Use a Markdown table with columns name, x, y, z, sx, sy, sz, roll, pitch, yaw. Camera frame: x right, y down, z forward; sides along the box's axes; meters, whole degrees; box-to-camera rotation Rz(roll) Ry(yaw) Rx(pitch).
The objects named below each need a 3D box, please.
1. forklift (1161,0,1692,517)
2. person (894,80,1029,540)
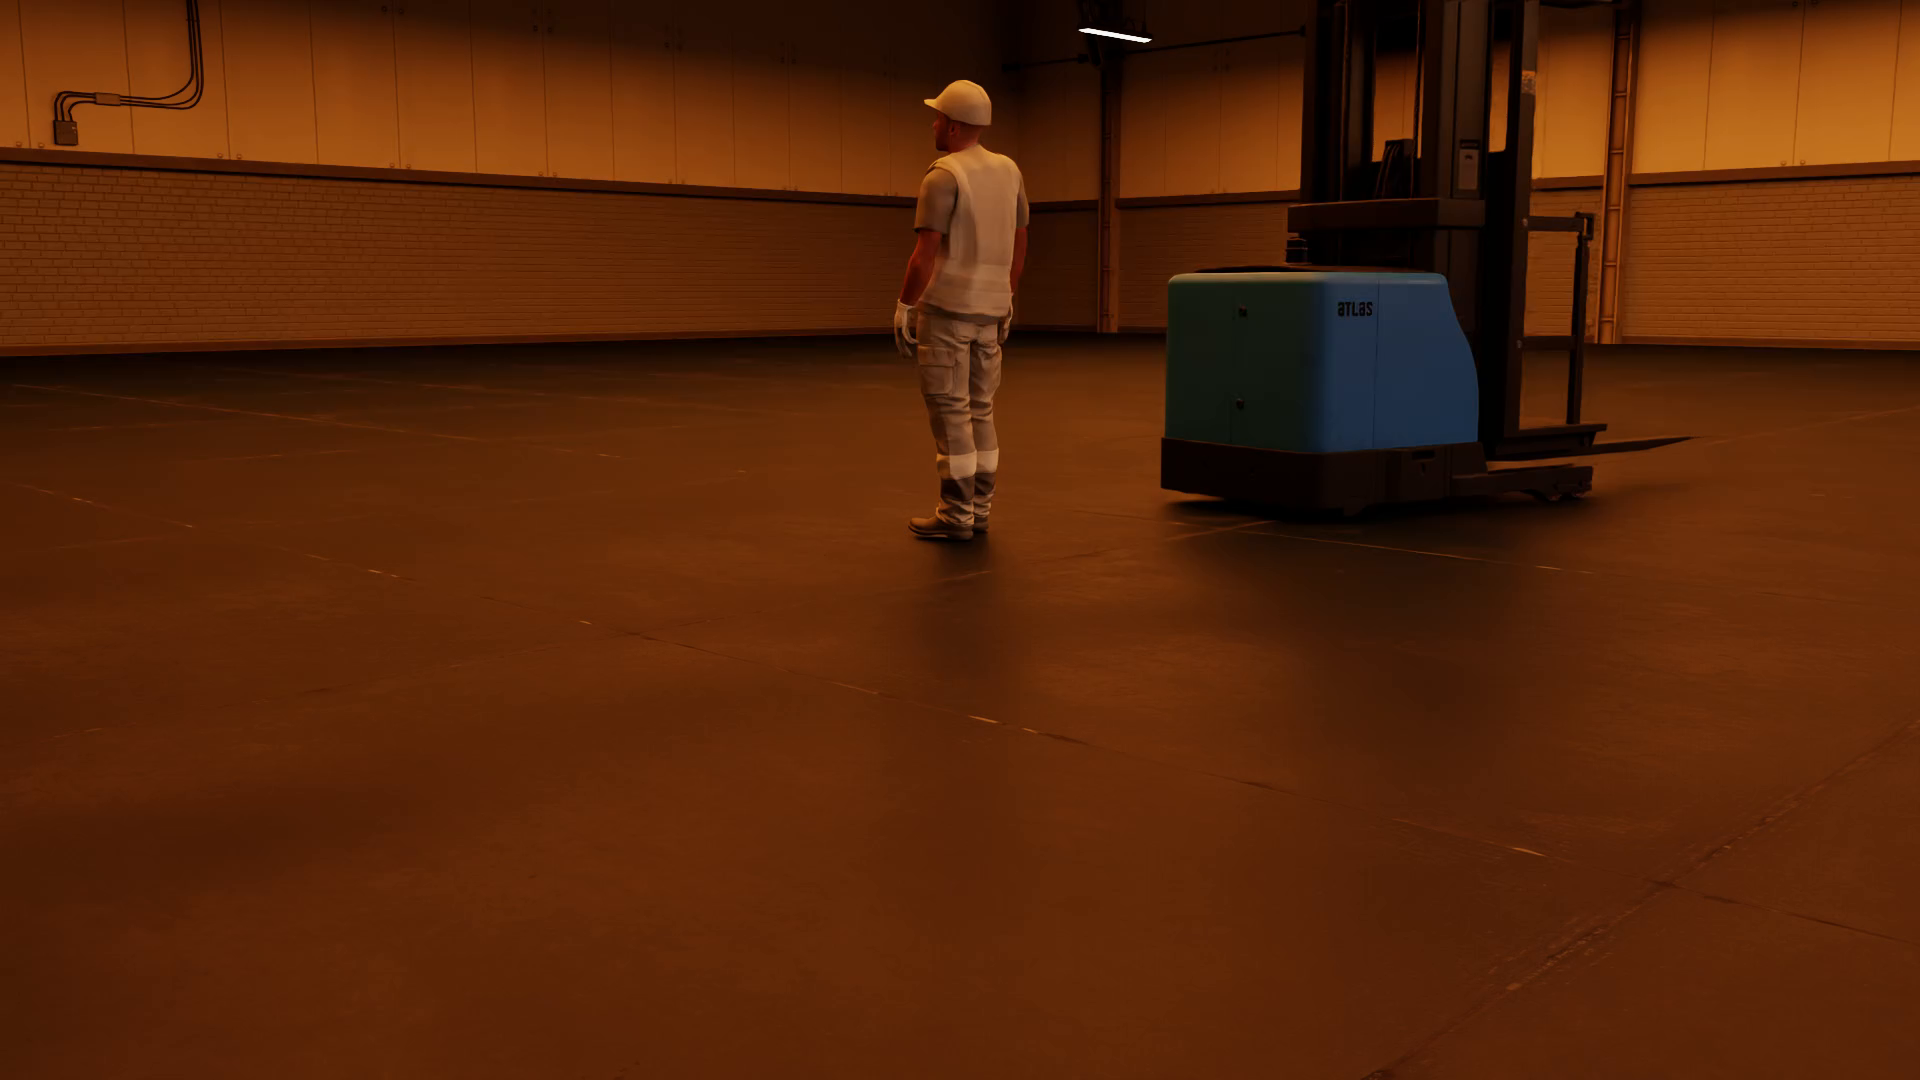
| name | x | y | z | sx | sy | sz | roll | pitch | yaw |
| --- | --- | --- | --- | --- | --- | --- | --- | --- | --- |
| forklift | 2.460 | -1.692 | 8.108 | 3.031 | 2.935 | 1.130 | -6 | 10 | -34 |
| person | -0.050 | -0.902 | 6.647 | 0.562 | 1.790 | 0.637 | 8 | 12 | 43 |
